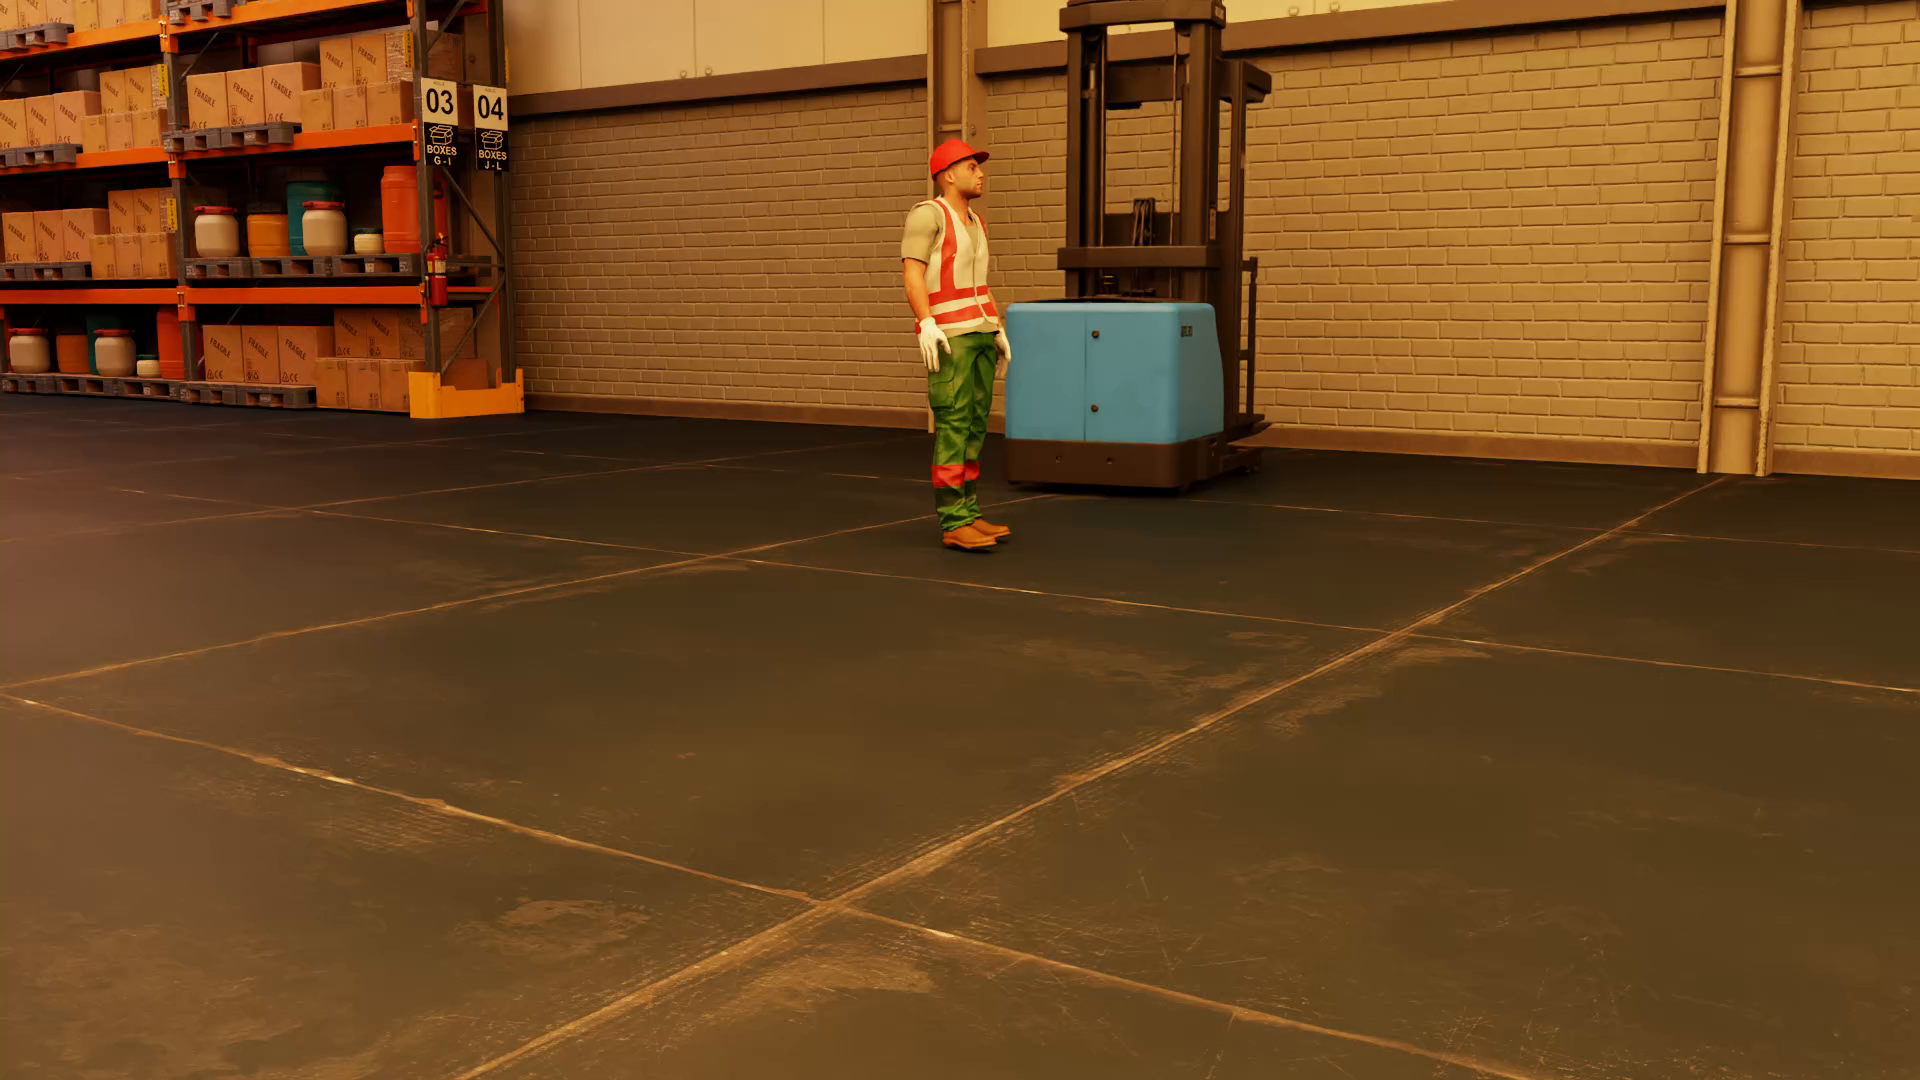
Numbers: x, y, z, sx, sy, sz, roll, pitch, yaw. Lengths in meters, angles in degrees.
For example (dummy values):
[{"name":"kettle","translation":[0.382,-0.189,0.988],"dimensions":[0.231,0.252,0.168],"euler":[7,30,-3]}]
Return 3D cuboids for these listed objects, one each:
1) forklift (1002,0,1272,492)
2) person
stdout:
[{"name":"forklift","translation":[1.298,-1.885,10.449],"dimensions":[1.130,2.935,3.031],"euler":[4,9,23]},{"name":"person","translation":[0.060,-0.885,7.423],"dimensions":[0.564,1.787,0.638],"euler":[5,10,34]}]
